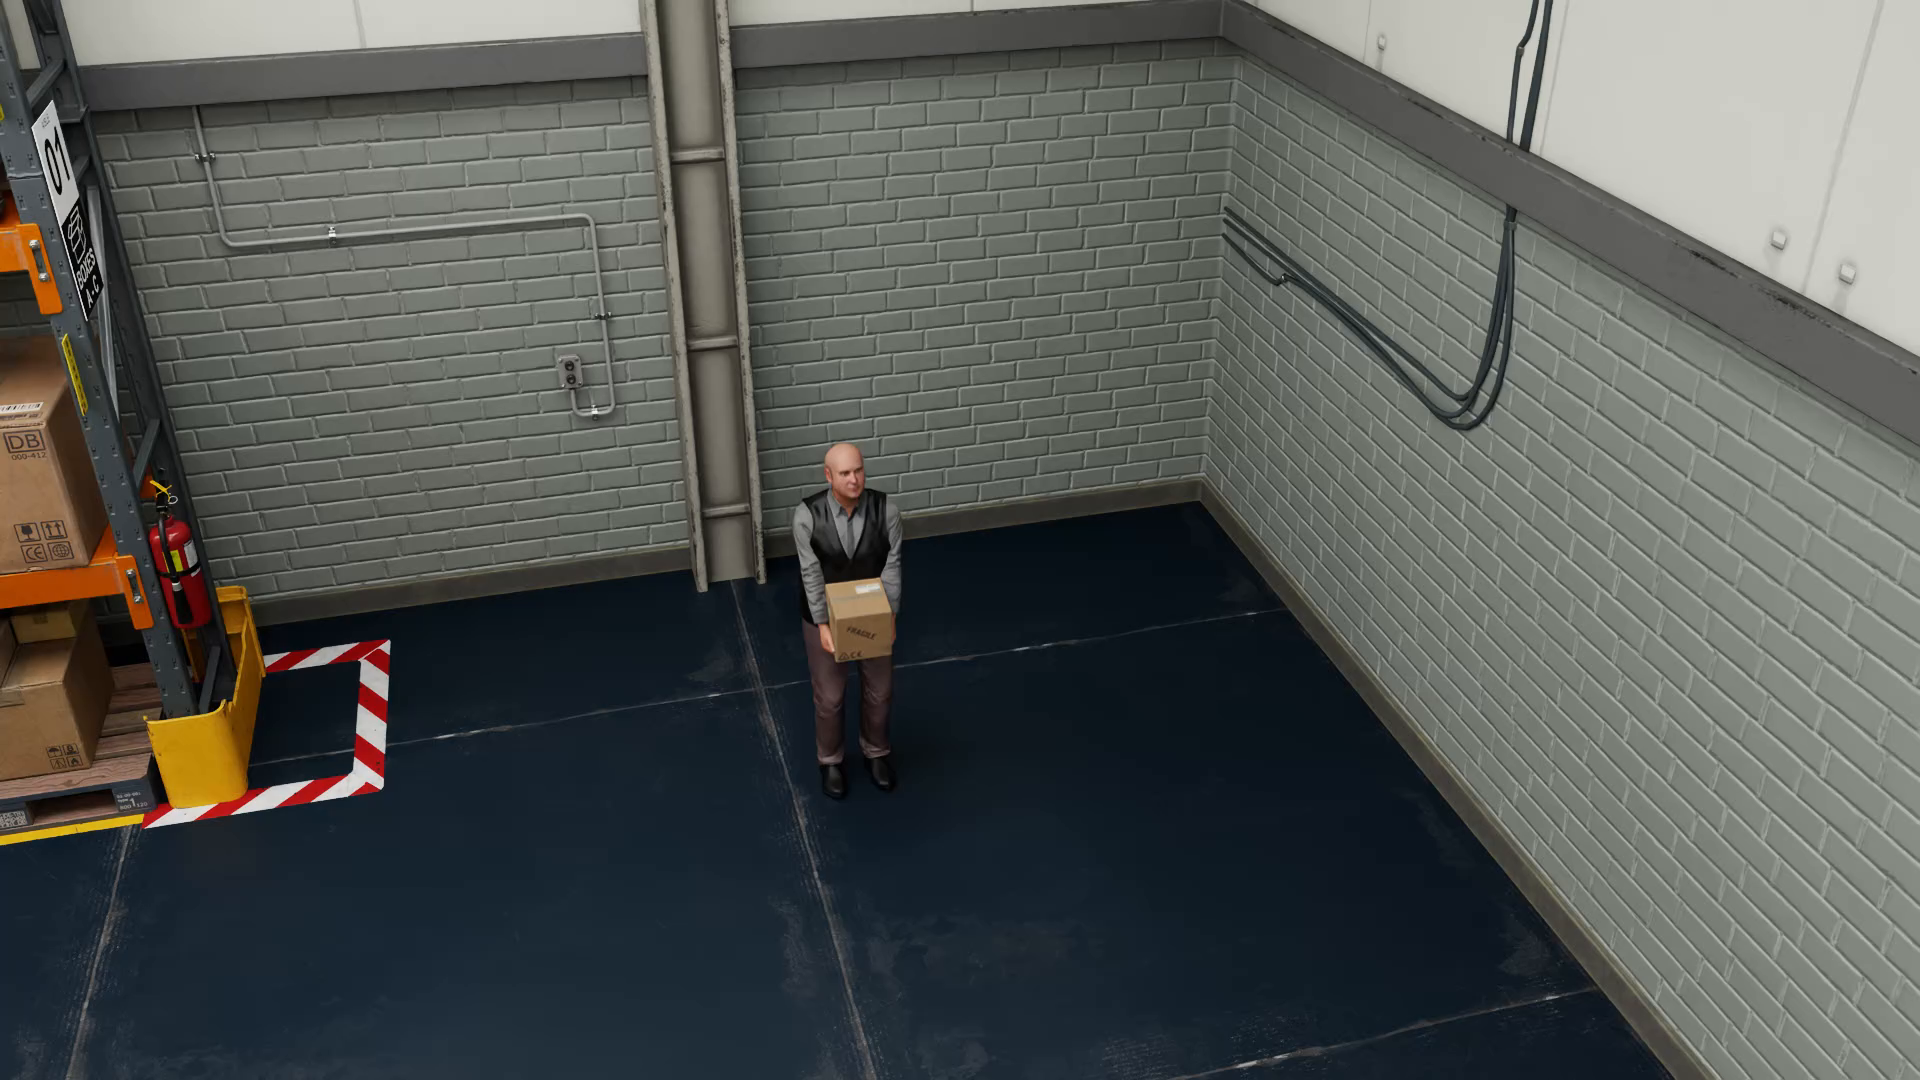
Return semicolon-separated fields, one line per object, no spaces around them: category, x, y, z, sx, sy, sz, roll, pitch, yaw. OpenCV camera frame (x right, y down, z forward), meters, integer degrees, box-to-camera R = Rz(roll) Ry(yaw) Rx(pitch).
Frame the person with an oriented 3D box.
person;-0.474;0.401;7.580;0.494;1.711;0.558;-7;31;-12
